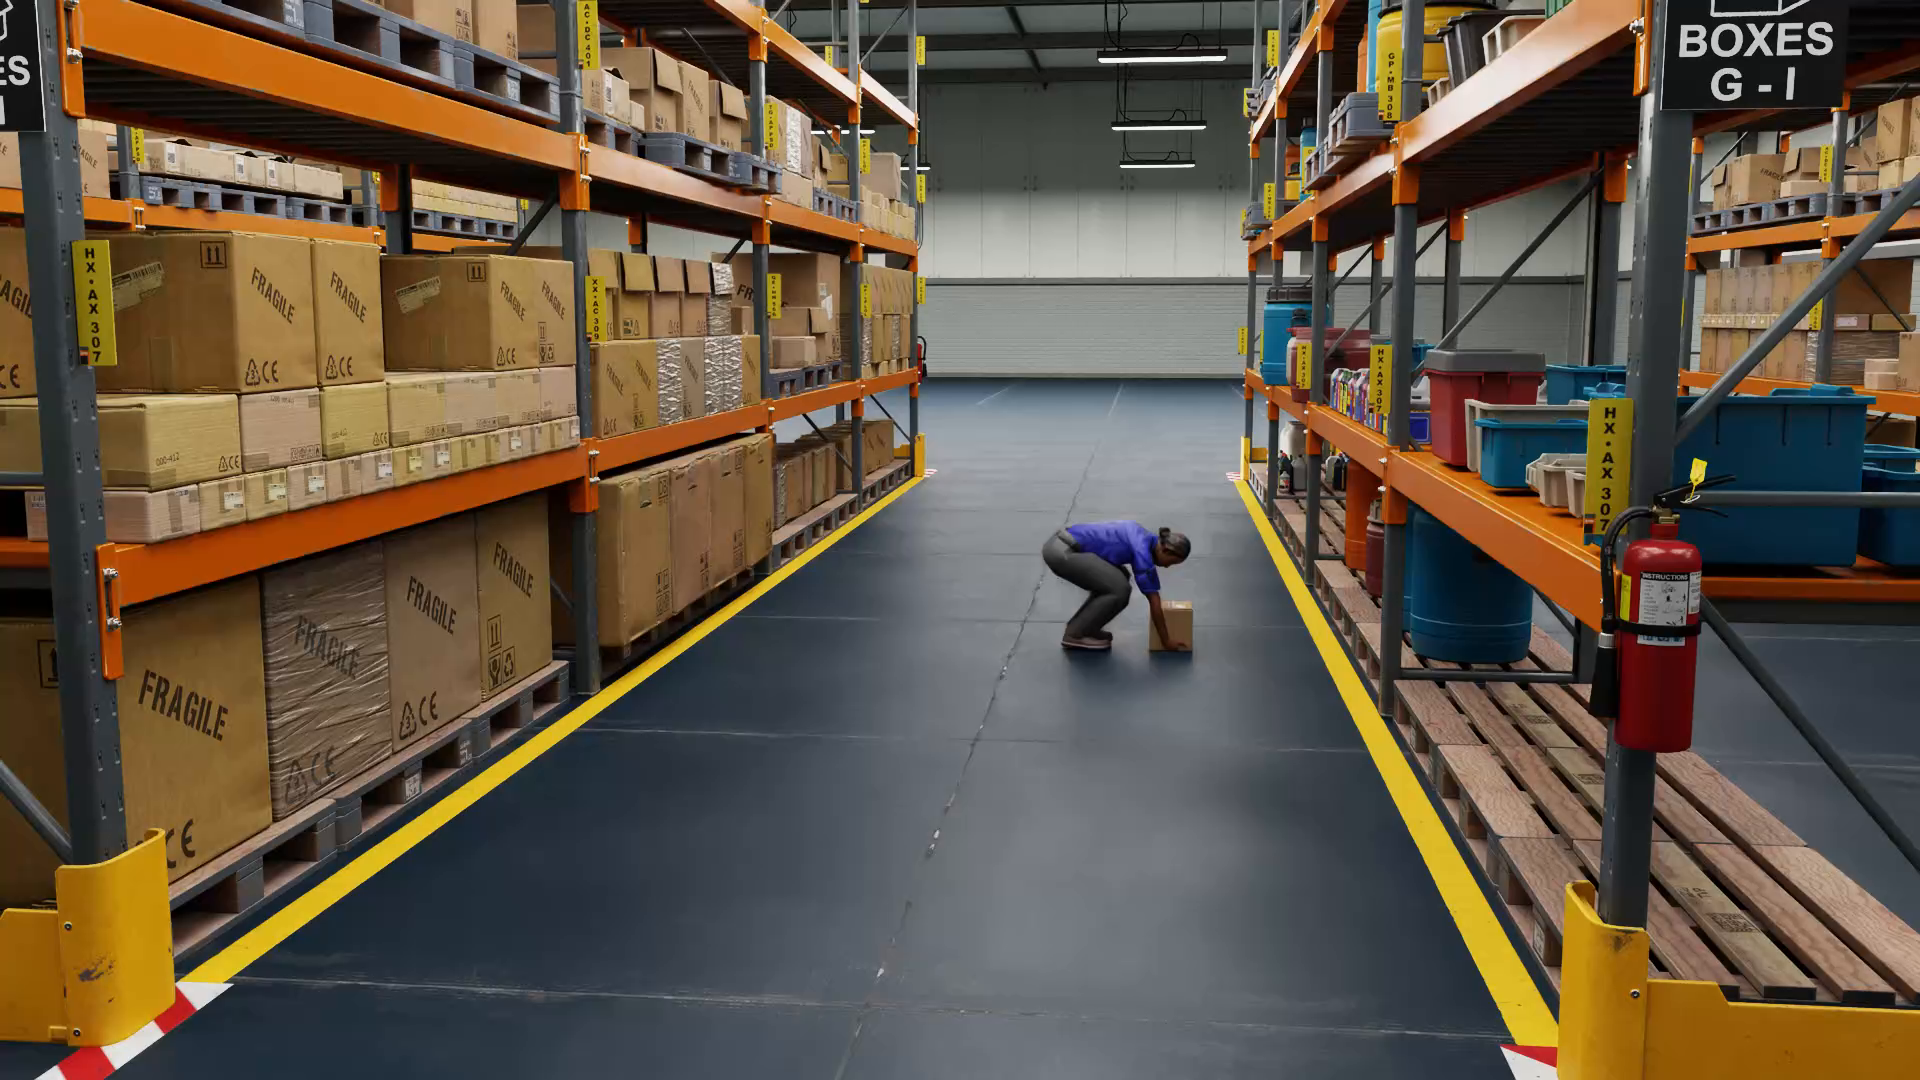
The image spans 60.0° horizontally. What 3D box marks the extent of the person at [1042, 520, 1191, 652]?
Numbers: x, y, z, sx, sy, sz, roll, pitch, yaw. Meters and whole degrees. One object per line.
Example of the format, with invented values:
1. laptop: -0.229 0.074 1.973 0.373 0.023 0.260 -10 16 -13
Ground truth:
1. person: 0.920 0.268 9.825 0.873 0.771 0.466 1 8 4
